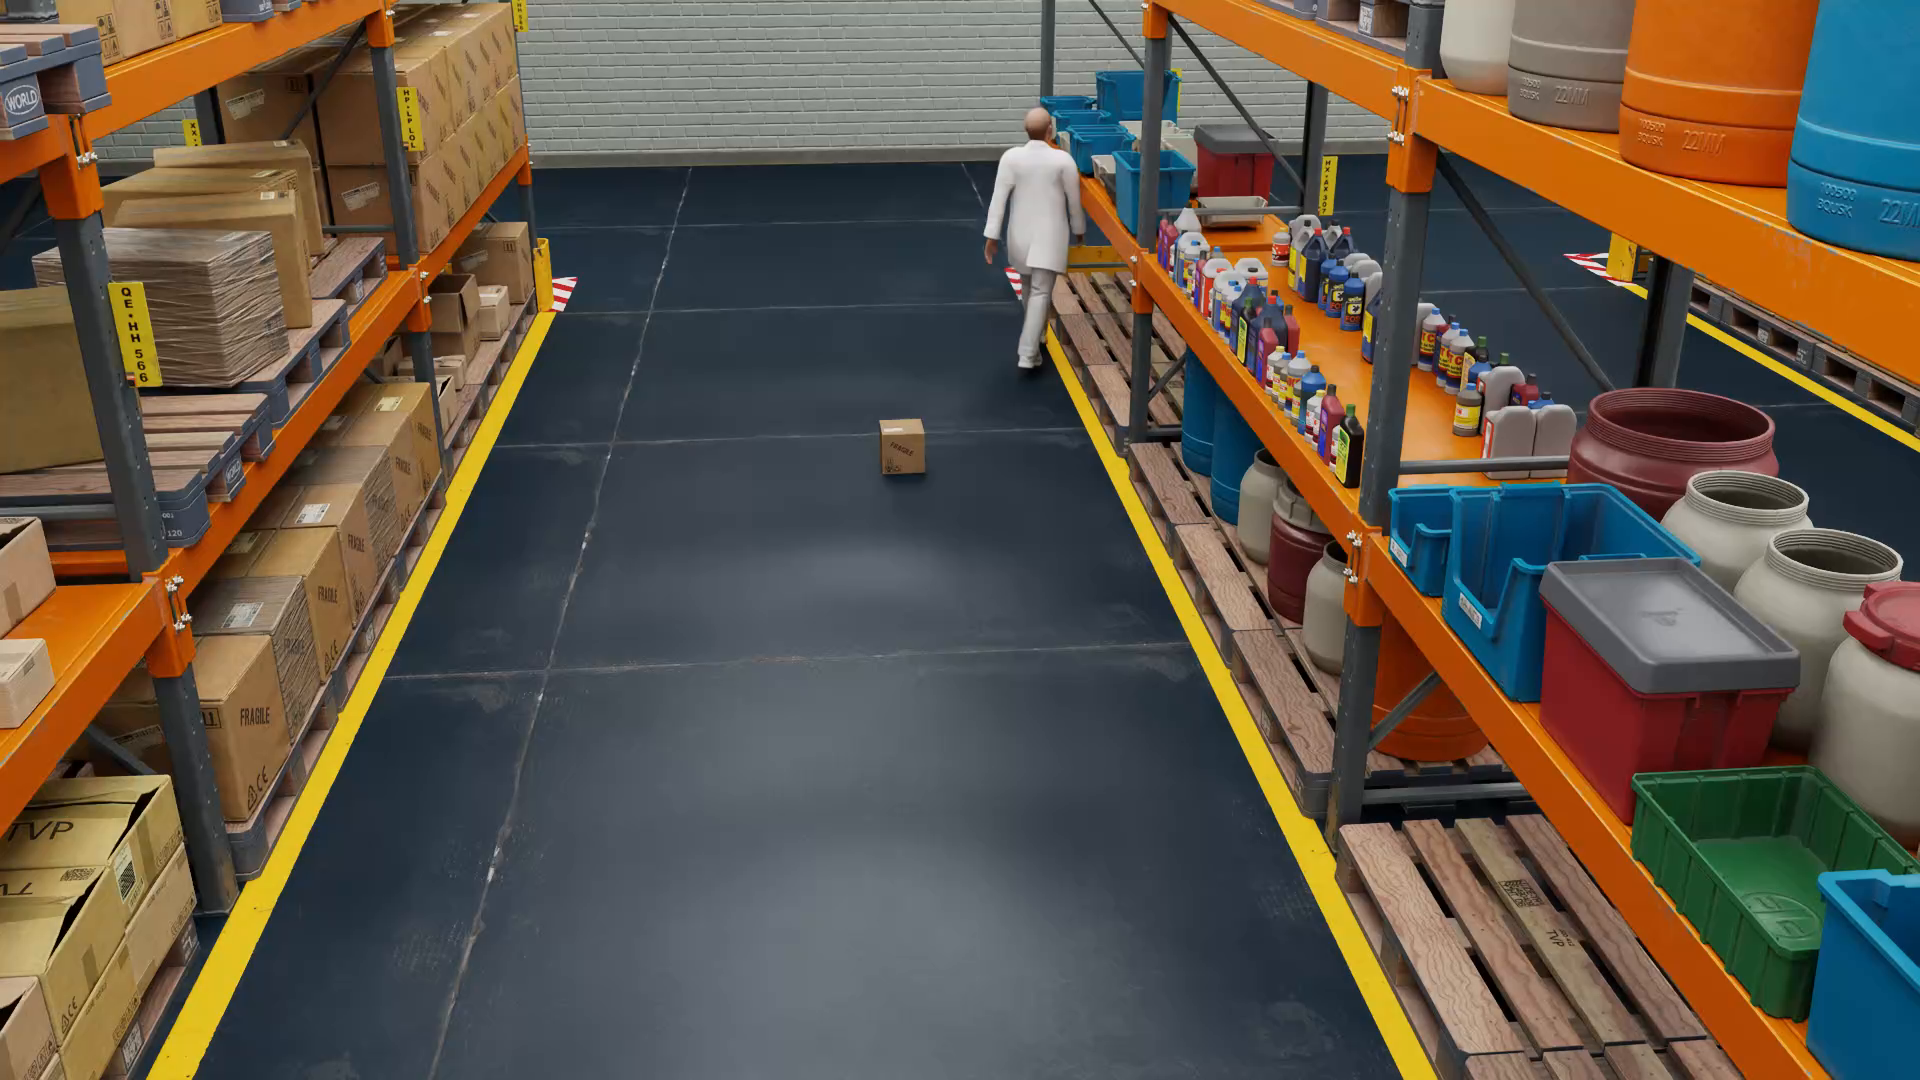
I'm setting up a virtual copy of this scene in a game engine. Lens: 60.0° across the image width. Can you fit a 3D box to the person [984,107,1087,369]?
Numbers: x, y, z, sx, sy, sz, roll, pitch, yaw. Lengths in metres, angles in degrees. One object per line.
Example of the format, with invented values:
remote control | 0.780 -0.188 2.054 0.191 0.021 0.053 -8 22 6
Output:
person | 0.544 -2.124 11.502 0.647 1.723 1.118 8 25 17
